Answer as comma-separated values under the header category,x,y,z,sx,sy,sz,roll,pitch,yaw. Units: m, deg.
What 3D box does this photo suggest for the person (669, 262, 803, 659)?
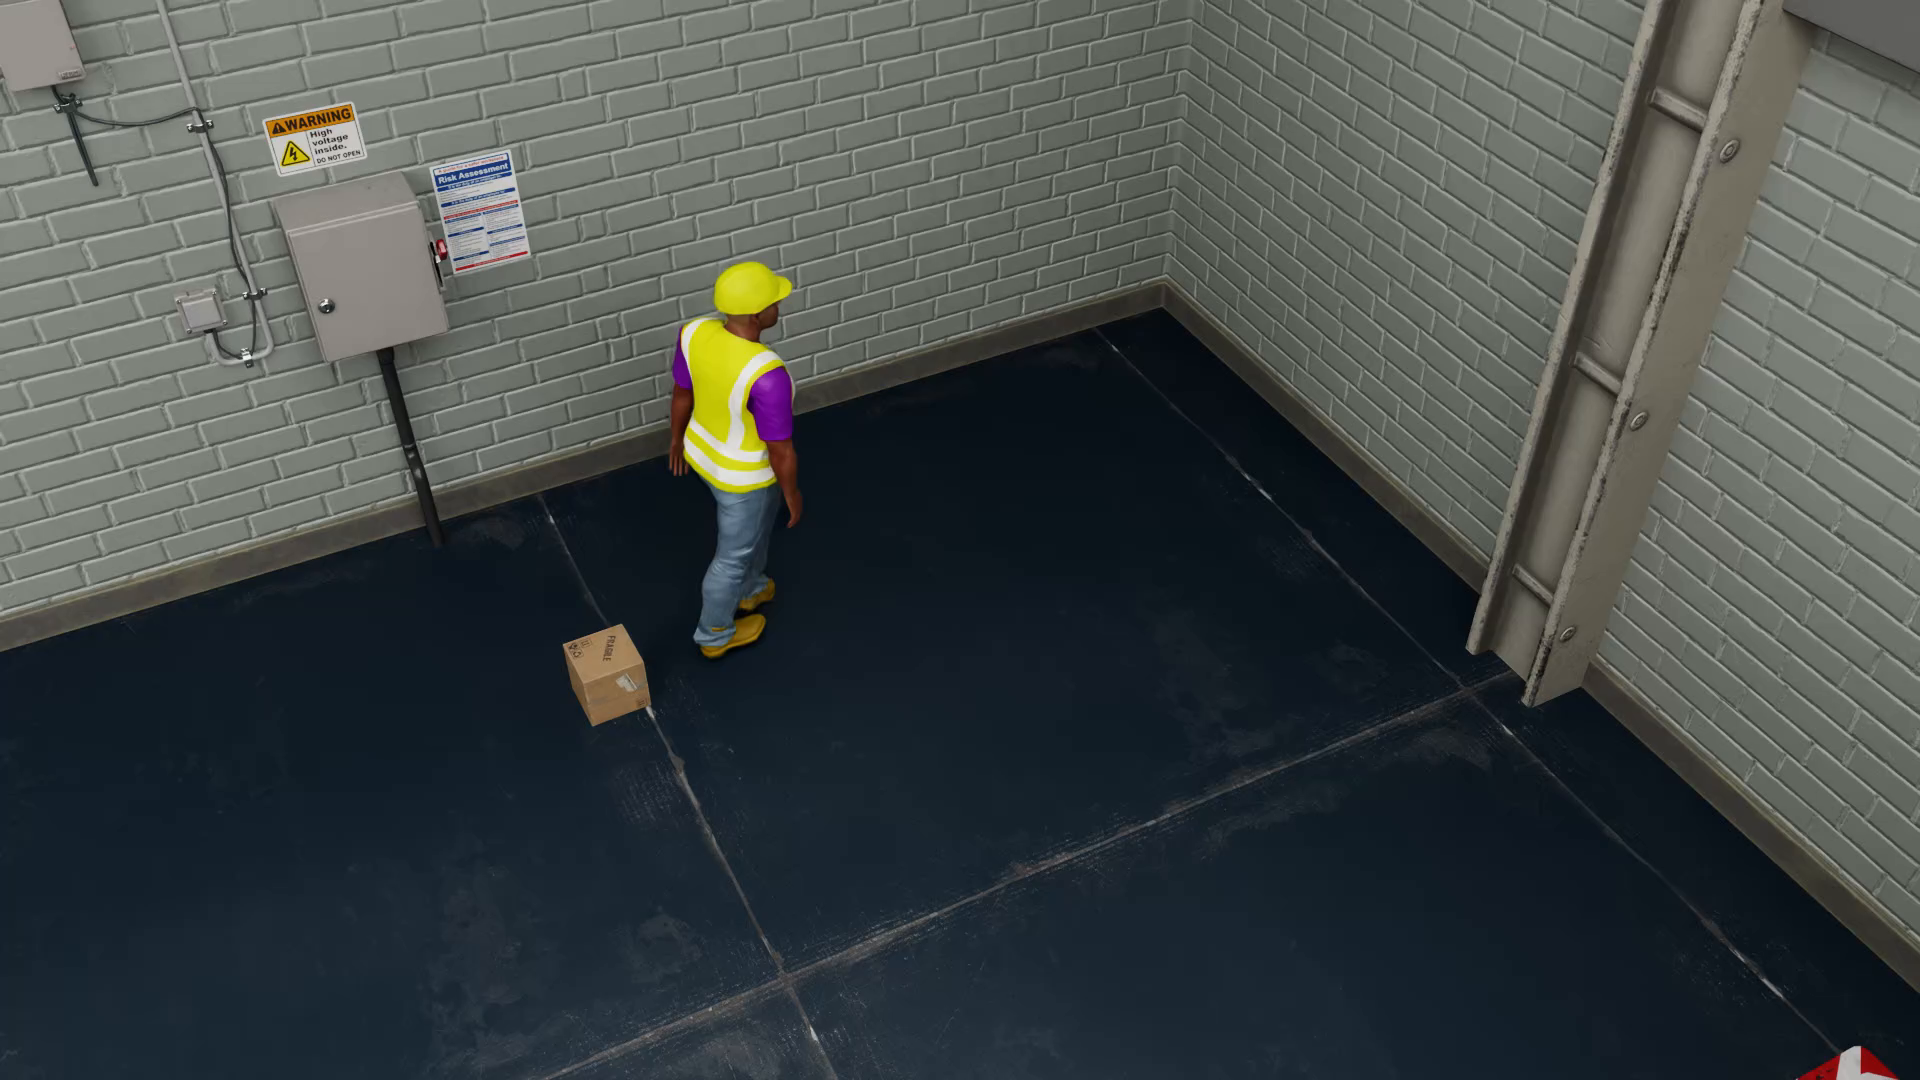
category,x,y,z,sx,sy,sz,roll,pitch,yaw
person,-0.867,-0.267,6.453,0.561,1.785,0.607,-28,48,-28
